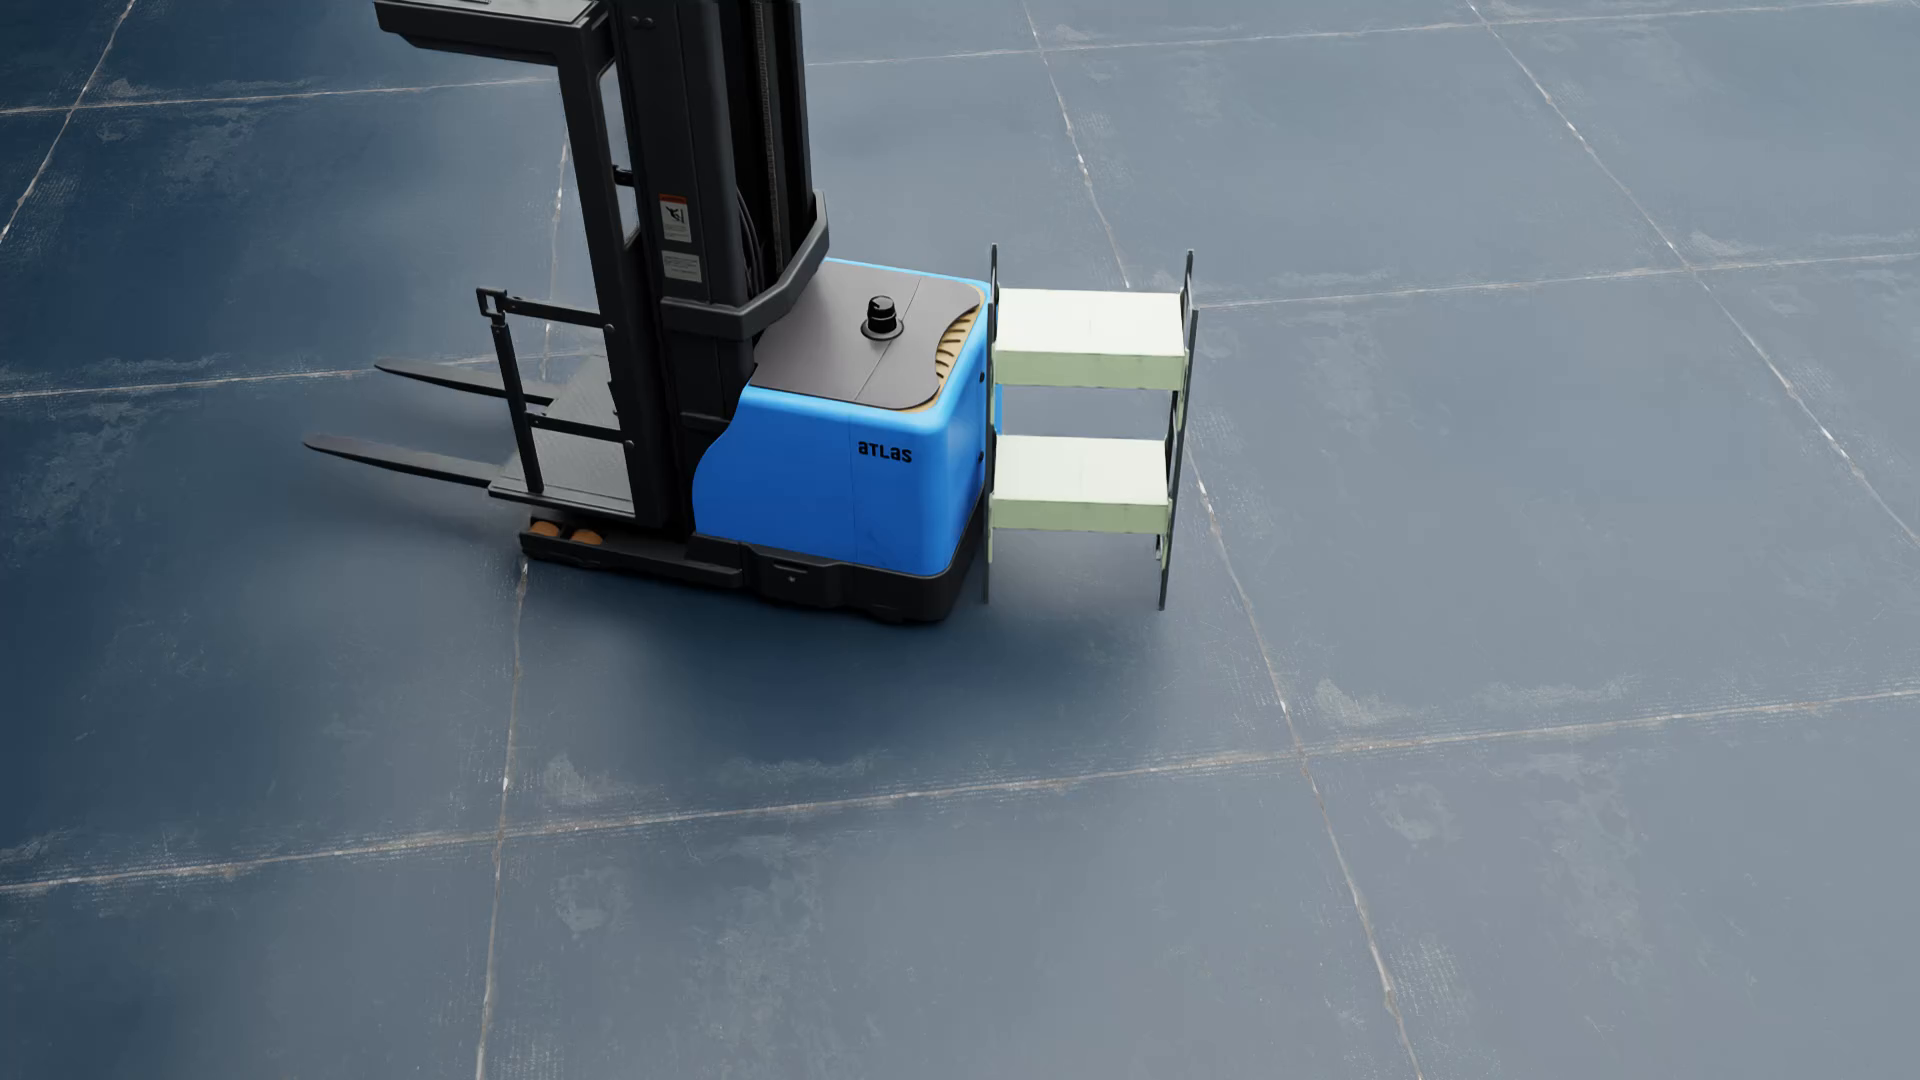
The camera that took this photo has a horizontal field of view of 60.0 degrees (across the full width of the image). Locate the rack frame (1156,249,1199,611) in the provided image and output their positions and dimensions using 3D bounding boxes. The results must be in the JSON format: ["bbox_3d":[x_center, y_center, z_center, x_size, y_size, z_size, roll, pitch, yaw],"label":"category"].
[{"bbox_3d":[0.850,-0.396,6.570,0.023,1.500,0.400,2,42,2],"label":"rack frame"}]

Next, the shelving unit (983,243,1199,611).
[{"bbox_3d":[0.485,-0.410,6.584,0.755,1.500,0.431,2,42,2],"label":"shelving unit"}]

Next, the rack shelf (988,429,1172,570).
[{"bbox_3d":[0.485,-0.168,6.803,0.720,0.370,0.431,2,42,2],"label":"rack shelf"}]

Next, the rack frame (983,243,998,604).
[{"bbox_3d":[0.119,-0.423,6.599,0.023,1.500,0.400,2,42,2],"label":"rack frame"}]

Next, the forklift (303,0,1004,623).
[{"bbox_3d":[-1.380,-1.298,6.500,3.031,2.935,1.130,11,43,11],"label":"forklift"}]

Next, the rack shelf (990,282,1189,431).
[{"bbox_3d":[0.485,-0.700,6.323,0.720,0.370,0.431,2,42,2],"label":"rack shelf"}]
